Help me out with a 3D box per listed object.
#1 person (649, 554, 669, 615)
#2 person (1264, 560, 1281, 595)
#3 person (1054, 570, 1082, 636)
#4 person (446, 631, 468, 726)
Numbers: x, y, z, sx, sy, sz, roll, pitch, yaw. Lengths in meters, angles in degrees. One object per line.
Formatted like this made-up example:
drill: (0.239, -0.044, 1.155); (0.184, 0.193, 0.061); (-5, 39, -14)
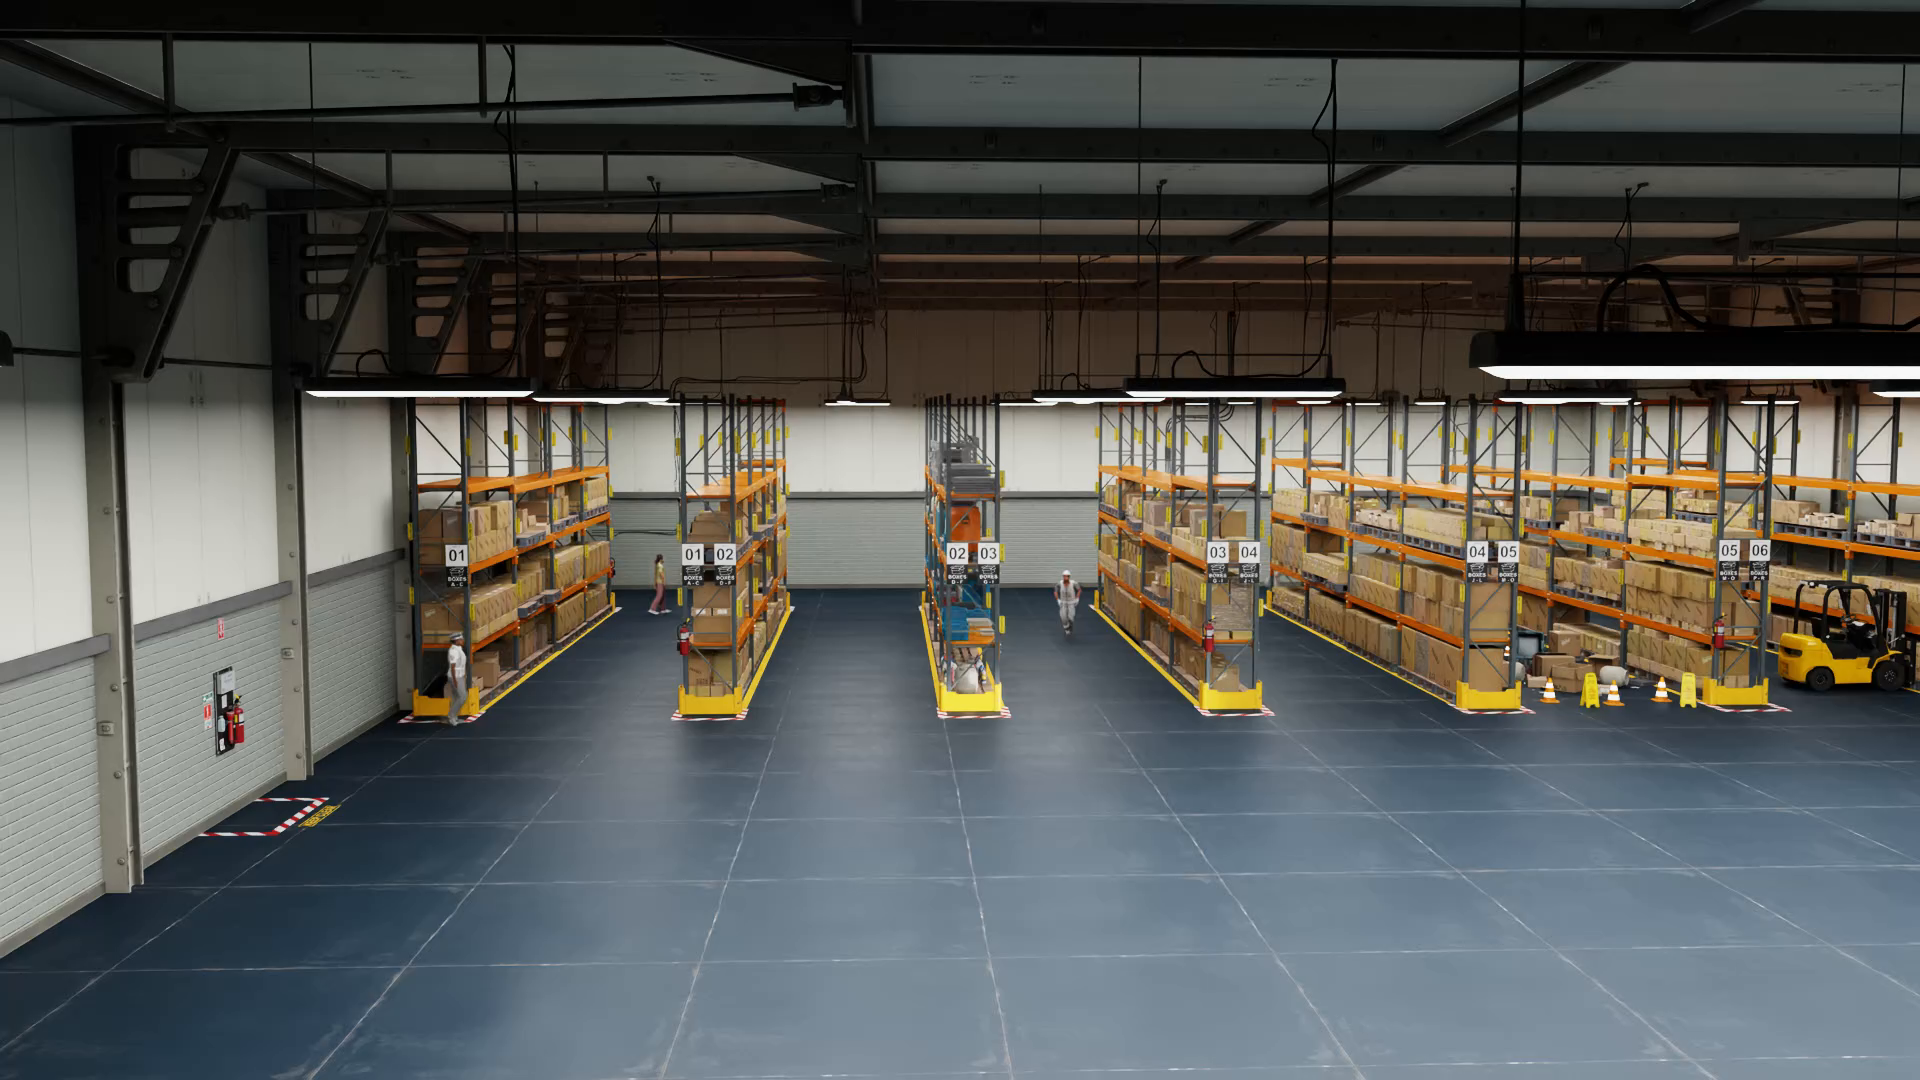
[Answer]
person: (-8.359, 1.229, 46.226); (0.691, 1.664, 0.541); (-2, 5, -26)
person: (9.265, 0.997, 49.127); (0.440, 1.680, 0.489); (-2, 5, -23)
person: (2.703, 1.589, 41.747); (0.690, 1.687, 0.634); (1, 5, 9)
person: (-9.084, 2.500, 30.089); (0.406, 1.701, 0.481); (0, 5, -3)
